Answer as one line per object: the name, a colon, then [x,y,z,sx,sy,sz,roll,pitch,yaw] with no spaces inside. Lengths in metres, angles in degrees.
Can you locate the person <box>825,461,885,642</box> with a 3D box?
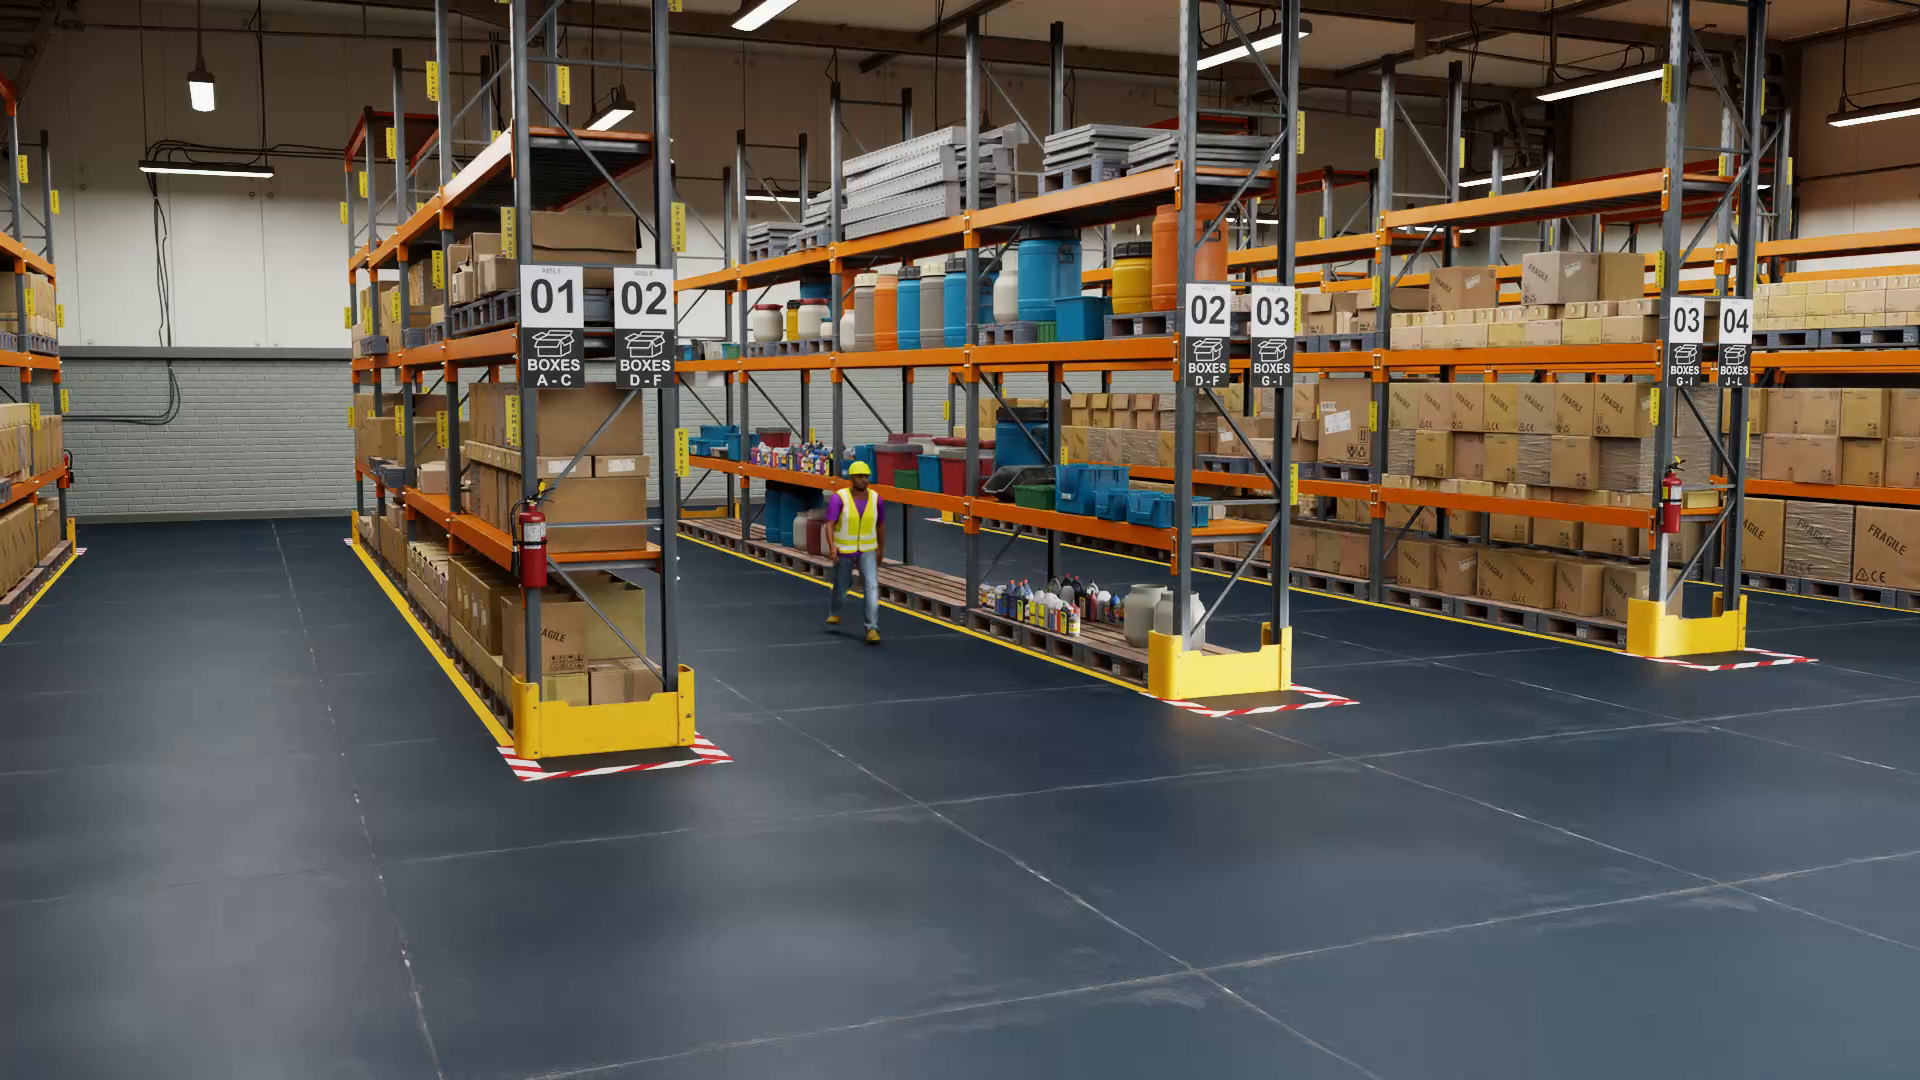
person: [-1.006,0.087,15.930,0.627,1.691,1.150,-1,6,-15]
